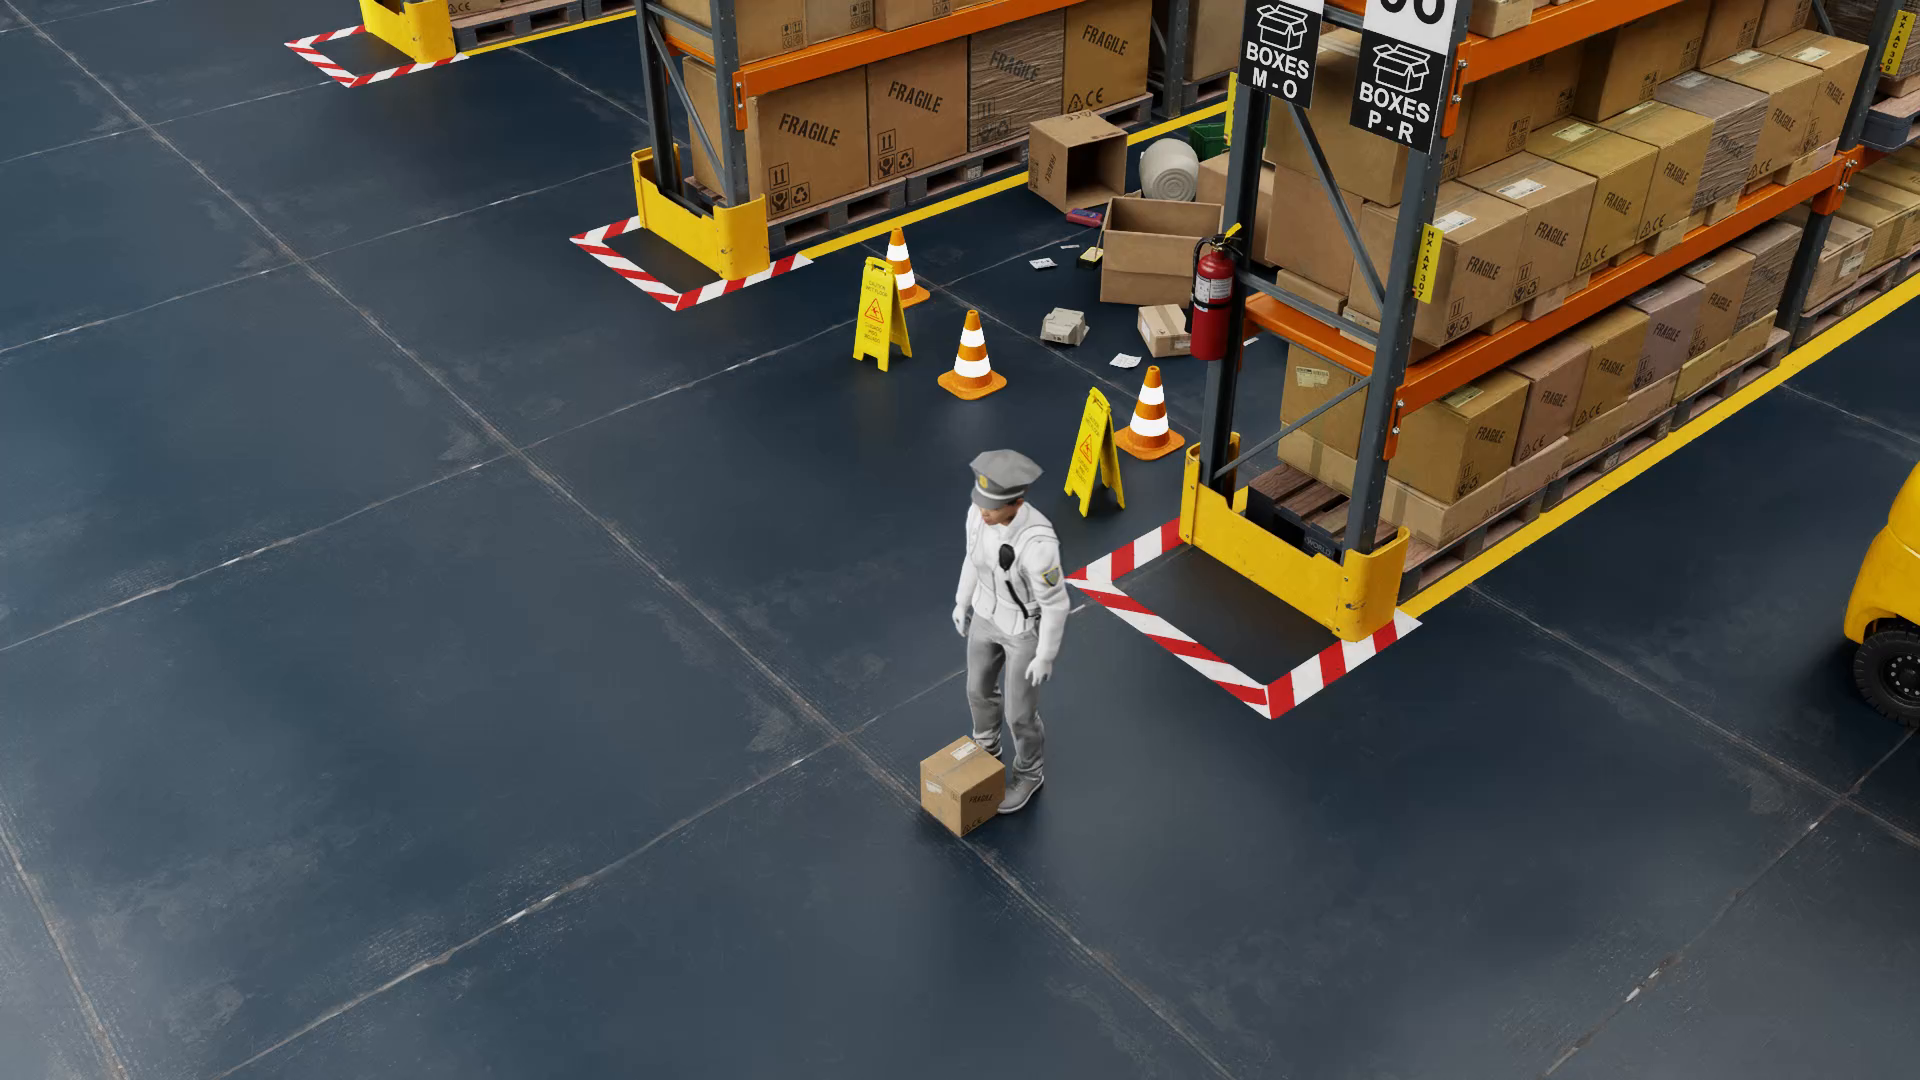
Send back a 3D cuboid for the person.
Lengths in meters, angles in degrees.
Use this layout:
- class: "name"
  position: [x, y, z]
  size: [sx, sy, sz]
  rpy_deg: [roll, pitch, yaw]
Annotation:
- class: "person"
  position: [0.190, 0.356, 6.586]
  size: [0.376, 1.662, 0.539]
  rpy_deg: [-28, 44, -32]
